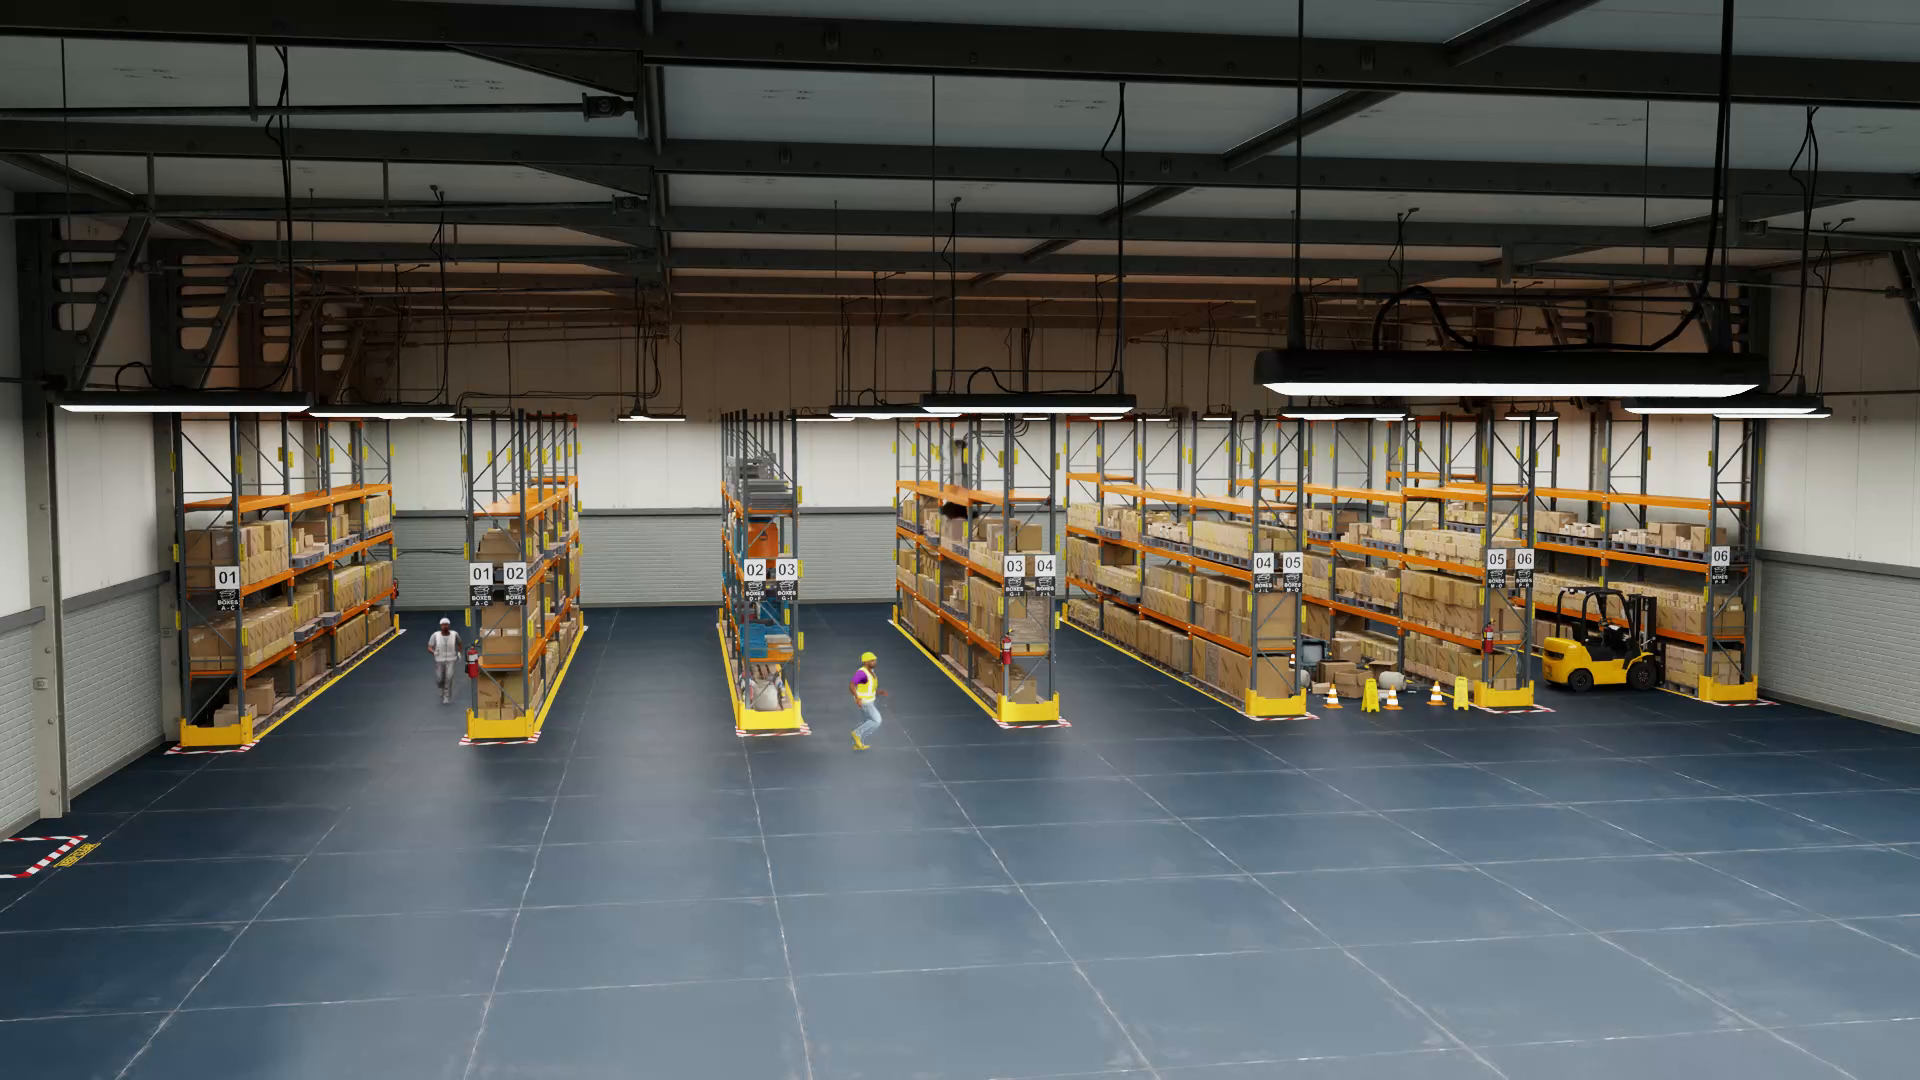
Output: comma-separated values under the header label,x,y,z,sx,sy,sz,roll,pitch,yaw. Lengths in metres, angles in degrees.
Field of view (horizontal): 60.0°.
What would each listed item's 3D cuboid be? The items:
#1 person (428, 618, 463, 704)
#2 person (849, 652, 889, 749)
label,x,y,z,sx,sy,sz,roll,pitch,yaw
person,-10.547,2.470,34.094,0.684,1.749,0.751,-1,4,-19
person,-1.595,2.824,29.140,0.649,1.710,0.696,1,4,12
